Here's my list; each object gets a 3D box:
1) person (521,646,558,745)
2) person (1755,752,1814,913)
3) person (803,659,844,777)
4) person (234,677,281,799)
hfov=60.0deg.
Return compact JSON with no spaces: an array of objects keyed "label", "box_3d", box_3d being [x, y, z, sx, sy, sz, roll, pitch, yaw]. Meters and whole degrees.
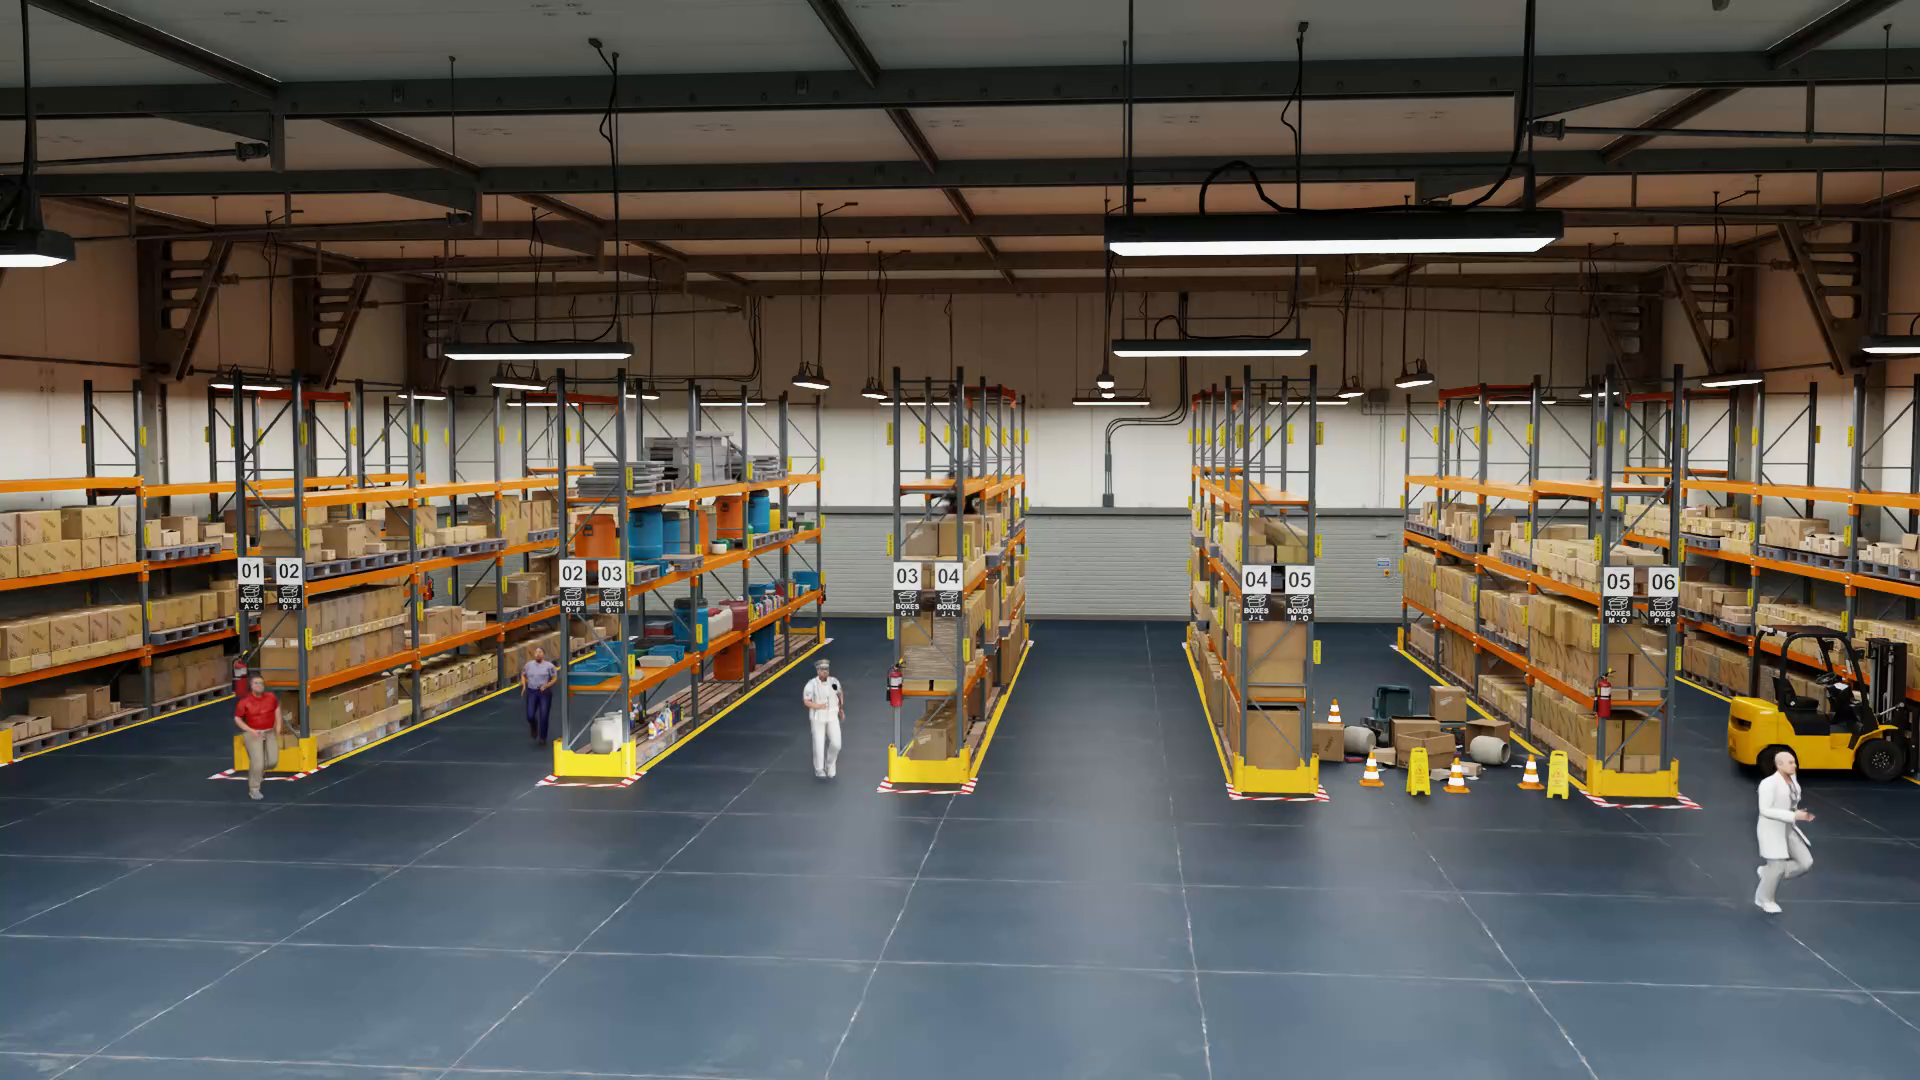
[{"label":"person","box_3d":[-6.837,2.528,26.971,0.604,1.605,0.541,0,4,-6]},{"label":"person","box_3d":[8.597,3.057,17.331,0.761,1.728,0.724,-2,4,-28]},{"label":"person","box_3d":[-1.960,2.610,24.266,0.646,1.752,0.642,-1,4,-18]},{"label":"person","box_3d":[-9.713,2.733,23.089,0.624,1.690,0.694,3,5,41]}]
